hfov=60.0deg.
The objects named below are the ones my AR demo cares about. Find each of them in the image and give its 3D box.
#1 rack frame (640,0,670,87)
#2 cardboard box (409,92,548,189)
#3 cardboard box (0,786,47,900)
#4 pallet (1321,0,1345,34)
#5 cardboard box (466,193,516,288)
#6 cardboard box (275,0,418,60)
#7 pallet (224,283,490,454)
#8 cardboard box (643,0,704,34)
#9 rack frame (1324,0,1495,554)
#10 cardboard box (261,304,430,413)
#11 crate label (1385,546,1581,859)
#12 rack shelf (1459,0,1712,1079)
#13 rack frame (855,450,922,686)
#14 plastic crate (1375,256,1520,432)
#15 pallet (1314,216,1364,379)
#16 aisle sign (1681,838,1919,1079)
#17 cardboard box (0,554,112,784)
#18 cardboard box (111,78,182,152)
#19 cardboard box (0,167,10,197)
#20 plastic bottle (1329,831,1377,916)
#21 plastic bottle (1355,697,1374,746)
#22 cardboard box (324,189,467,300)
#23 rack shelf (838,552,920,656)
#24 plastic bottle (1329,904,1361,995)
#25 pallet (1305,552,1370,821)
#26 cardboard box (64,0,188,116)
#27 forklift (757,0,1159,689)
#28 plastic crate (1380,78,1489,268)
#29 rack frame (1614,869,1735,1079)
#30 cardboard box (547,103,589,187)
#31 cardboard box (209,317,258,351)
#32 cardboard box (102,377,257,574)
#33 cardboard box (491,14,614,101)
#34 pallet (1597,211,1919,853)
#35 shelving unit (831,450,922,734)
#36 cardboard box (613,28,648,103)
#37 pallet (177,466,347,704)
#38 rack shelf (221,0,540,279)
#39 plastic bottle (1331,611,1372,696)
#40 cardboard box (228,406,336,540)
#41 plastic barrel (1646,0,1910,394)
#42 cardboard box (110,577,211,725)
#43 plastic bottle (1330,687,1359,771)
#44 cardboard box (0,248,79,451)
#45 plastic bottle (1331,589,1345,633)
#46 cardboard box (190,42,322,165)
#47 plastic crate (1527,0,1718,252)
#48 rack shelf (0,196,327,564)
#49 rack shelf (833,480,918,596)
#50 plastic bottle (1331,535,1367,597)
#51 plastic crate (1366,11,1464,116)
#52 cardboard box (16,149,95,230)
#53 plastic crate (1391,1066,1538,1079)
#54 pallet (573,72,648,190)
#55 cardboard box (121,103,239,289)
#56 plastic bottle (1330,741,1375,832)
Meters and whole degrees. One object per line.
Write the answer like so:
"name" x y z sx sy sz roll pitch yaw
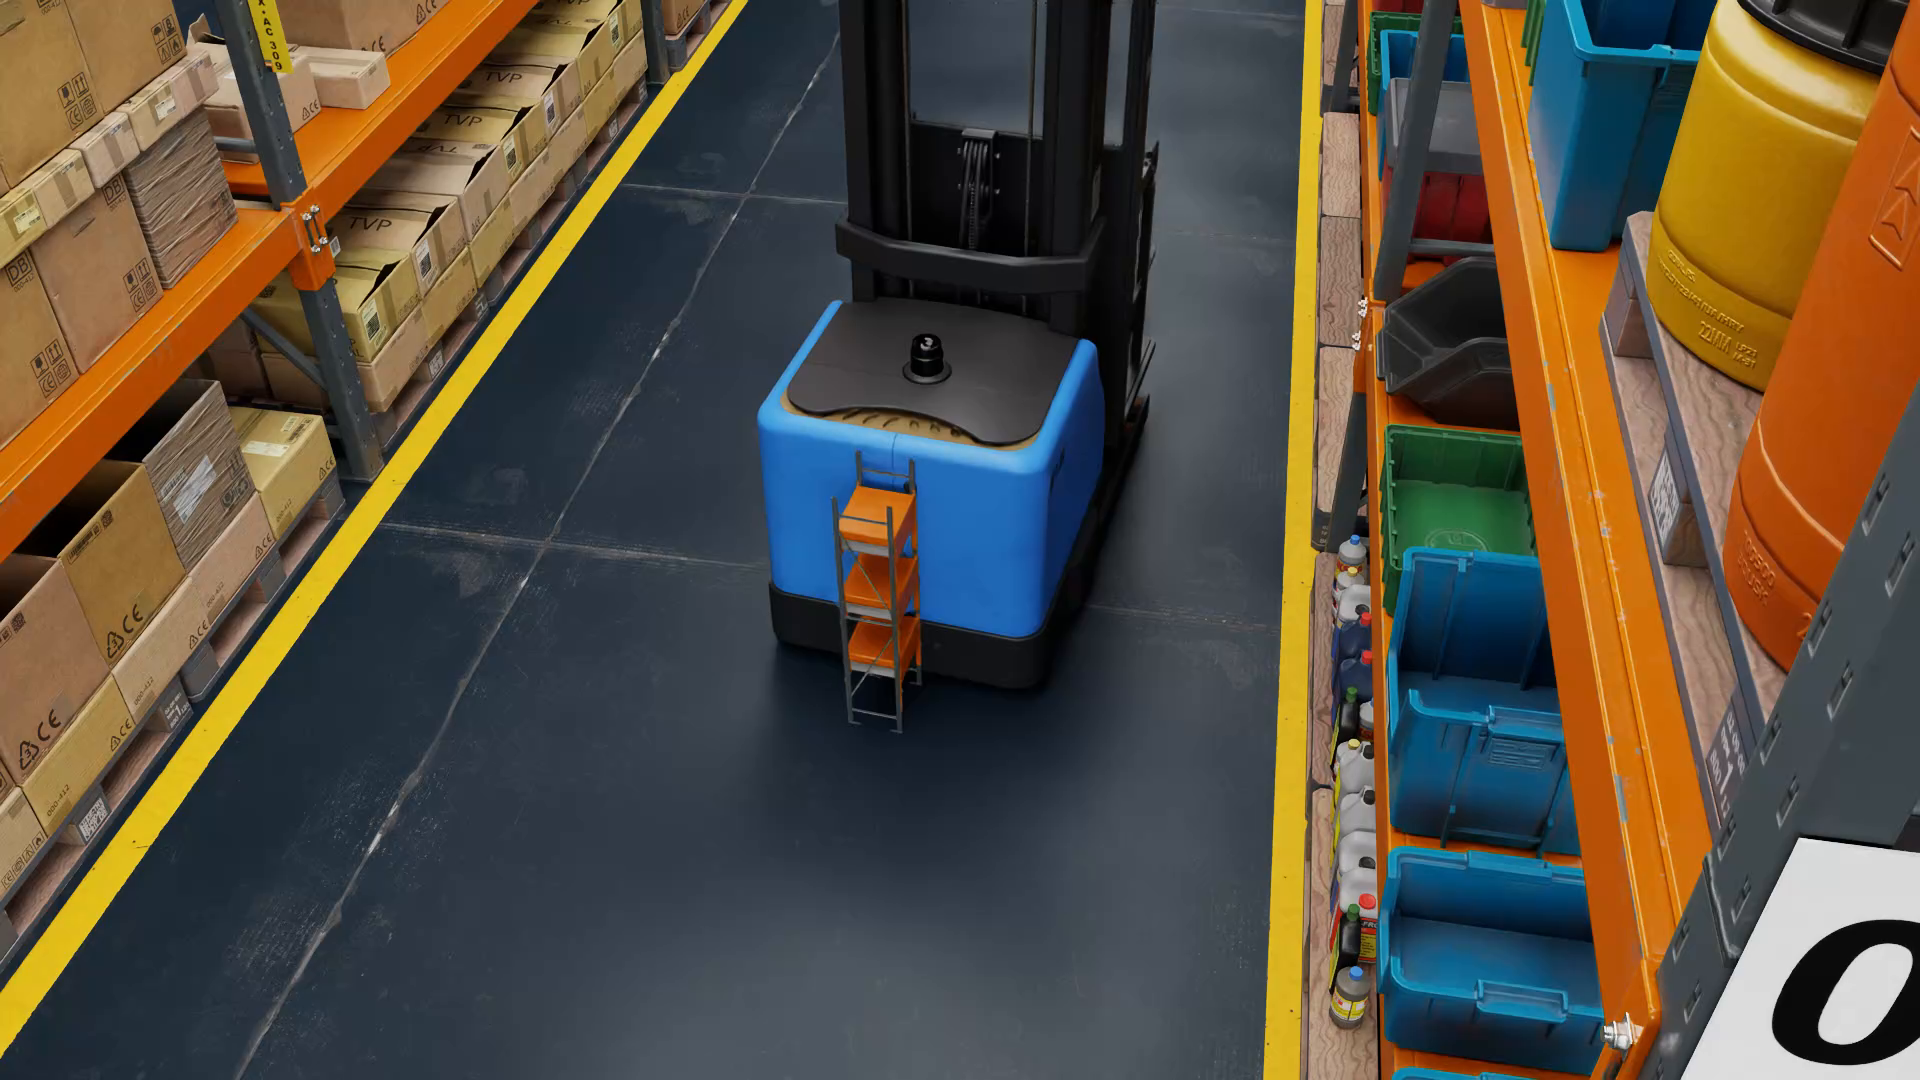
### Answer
"rack frame" -2.274 -3.997 9.231 1.000 3.000 0.127 6 40 8
"cardboard box" -2.385 -2.002 8.206 0.500 0.311 0.500 7 40 9
"cardboard box" -3.177 0.981 5.038 0.500 0.250 0.500 6 40 8
"pallet" 2.913 -3.637 10.983 1.003 0.211 1.213 6 40 8
"cardboard box" -2.476 -1.461 7.991 0.500 0.250 0.500 5 40 6
"cardboard box" -2.726 -2.336 7.143 0.500 0.500 0.500 9 40 11
"pallet" -2.877 -0.879 7.648 1.003 0.211 1.213 6 40 8
"cardboard box" -1.914 -3.458 10.195 0.500 0.500 0.500 8 40 10
"rack frame" 1.912 -0.939 5.531 1.000 3.000 0.127 6 40 8
"cardboard box" -2.653 -0.815 7.210 0.500 0.250 0.500 5 40 7
"crate label" 1.271 0.373 3.917 0.502 0.435 0.616 6 40 8
"rack shelf" 1.565 -0.562 3.286 1.077 0.370 4.000 6 40 8
"rack frame" -0.241 0.120 5.769 0.200 1.050 0.008 10 42 12
"plastic crate" 1.696 -0.600 5.171 0.767 0.338 0.504 6 40 8
"pallet" 2.218 -1.129 7.950 1.003 0.211 1.213 6 40 8
"aisle sign" 0.914 0.582 1.652 0.394 0.787 0.004 6 40 8
"cardboard box" -3.085 0.379 5.177 0.500 0.500 0.500 6 40 8
"cardboard box" -2.847 -1.426 5.534 0.380 0.149 0.250 6 40 7
"cardboard box" -3.211 -1.115 4.648 0.700 0.500 0.500 6 40 8
"plastic bottle" 1.200 1.009 4.968 0.152 0.276 0.135 5 40 6
"plastic bottle" 1.342 0.619 5.443 0.097 0.271 0.097 0 40 0
"cardboard box" -2.558 -1.351 7.418 0.500 0.311 0.500 6 40 7
"rack shelf" -0.273 0.206 5.688 0.215 0.259 0.240 10 42 12
"plastic bottle" 1.108 1.173 4.764 0.061 0.283 0.133 7 40 9
"pallet" 1.754 0.553 5.915 1.003 0.211 1.213 6 40 8
"cardboard box" -3.037 -1.746 5.412 0.700 0.500 0.500 7 40 8
"forklift" 0.203 -1.541 6.313 1.130 2.935 3.031 11 41 13
"plastic crate" 1.694 -1.301 5.919 0.402 0.464 0.583 6 40 8
"rack frame" 1.219 1.572 2.495 1.000 3.000 0.127 6 40 8
"cardboard box" -2.301 -2.103 8.768 0.500 0.250 0.500 7 40 9
"cardboard box" -3.179 -1.091 7.104 0.500 0.311 0.500 6 40 8
"cardboard box" -2.929 -0.251 5.939 0.500 0.500 0.500 6 40 8
"cardboard box" -2.206 -2.633 8.969 0.500 0.311 0.500 6 40 7
"pallet" 1.459 -0.020 2.214 1.003 0.211 1.213 6 40 8
"shelving unit" -0.273 0.198 5.681 0.215 1.050 0.252 10 42 12
"cardboard box" -2.125 -2.743 9.541 0.500 0.250 0.500 7 40 9
"pallet" -3.145 0.082 6.485 1.003 0.211 1.213 6 40 8
"rack shelf" -2.620 -2.465 7.942 1.077 0.370 4.000 6 40 8
"plastic bottle" 1.363 0.374 5.678 0.144 0.351 0.185 7 40 9
"cardboard box" -2.831 -0.274 6.556 0.500 0.250 0.500 6 40 8
"plastic barrel" 1.291 -0.548 2.228 0.600 0.588 0.600 0 40 0
"cardboard box" -3.000 0.354 5.796 0.500 0.250 0.500 6 40 8
"plastic bottle" 1.261 0.617 5.436 0.061 0.283 0.133 8 40 10
"cardboard box" -3.213 -0.600 5.044 0.700 0.500 0.500 7 40 8
"plastic bottle" 1.389 0.250 5.945 0.097 0.201 0.097 0 40 0
"cardboard box" -2.924 -1.743 6.622 0.500 0.250 0.500 9 40 10
"plastic crate" 1.253 -0.808 3.032 0.392 0.384 0.575 6 40 8
"rack shelf" -3.313 0.045 4.906 1.077 0.370 4.000 6 40 8
"rack shelf" -0.276 -0.007 5.501 0.215 0.259 0.240 10 42 12
"plastic bottle" 1.425 0.095 6.077 0.097 0.271 0.097 0 40 0
"plastic crate" 1.935 -1.981 6.958 0.450 0.188 0.662 6 40 8
"cardboard box" -2.935 -1.097 5.135 0.380 0.149 0.250 6 40 8
"plastic crate" 1.011 1.282 2.962 0.499 0.251 0.616 6 40 8
"pallet" -2.455 -2.410 9.500 1.003 0.211 1.213 6 40 8
"cardboard box" -3.037 -1.246 5.825 0.700 0.500 0.500 5 40 7
"plastic bottle" 1.257 0.759 5.212 0.144 0.351 0.185 6 40 7
